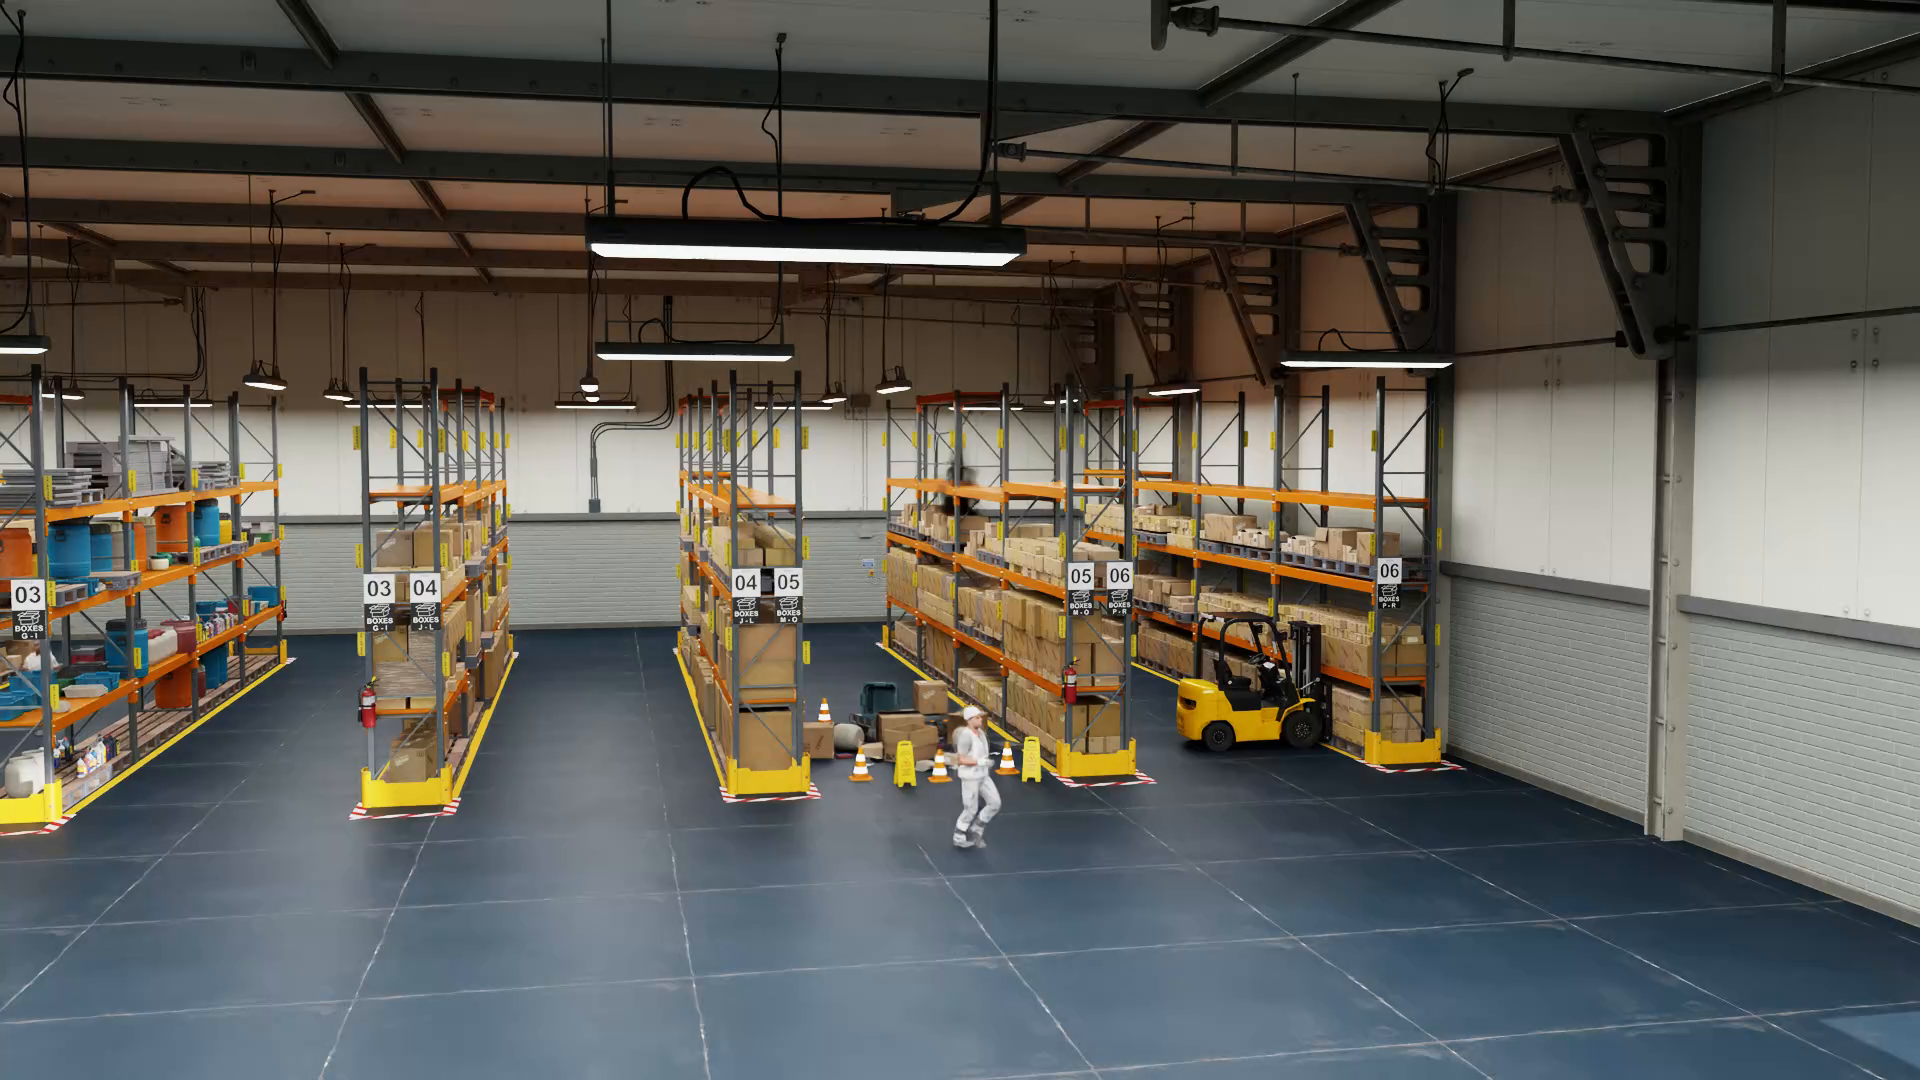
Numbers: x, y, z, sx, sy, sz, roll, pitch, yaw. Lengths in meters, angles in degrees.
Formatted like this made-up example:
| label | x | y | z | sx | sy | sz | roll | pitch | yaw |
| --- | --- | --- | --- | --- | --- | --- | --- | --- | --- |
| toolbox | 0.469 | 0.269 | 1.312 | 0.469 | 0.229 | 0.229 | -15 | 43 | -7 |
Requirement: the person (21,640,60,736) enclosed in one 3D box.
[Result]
| label | x | y | z | sx | sy | sz | roll | pitch | yaw |
| --- | --- | --- | --- | --- | --- | --- | --- | --- | --- |
| person | -15.711 | 2.479 | 28.416 | 0.587 | 1.672 | 0.601 | -1 | 4 | -18 |

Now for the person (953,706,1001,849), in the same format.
| label | x | y | z | sx | sy | sz | roll | pitch | yaw |
| --- | --- | --- | --- | --- | --- | --- | --- | --- | --- |
| person | 0.226 | 2.907 | 20.264 | 0.677 | 1.770 | 0.620 | 2 | 4 | 35 |
